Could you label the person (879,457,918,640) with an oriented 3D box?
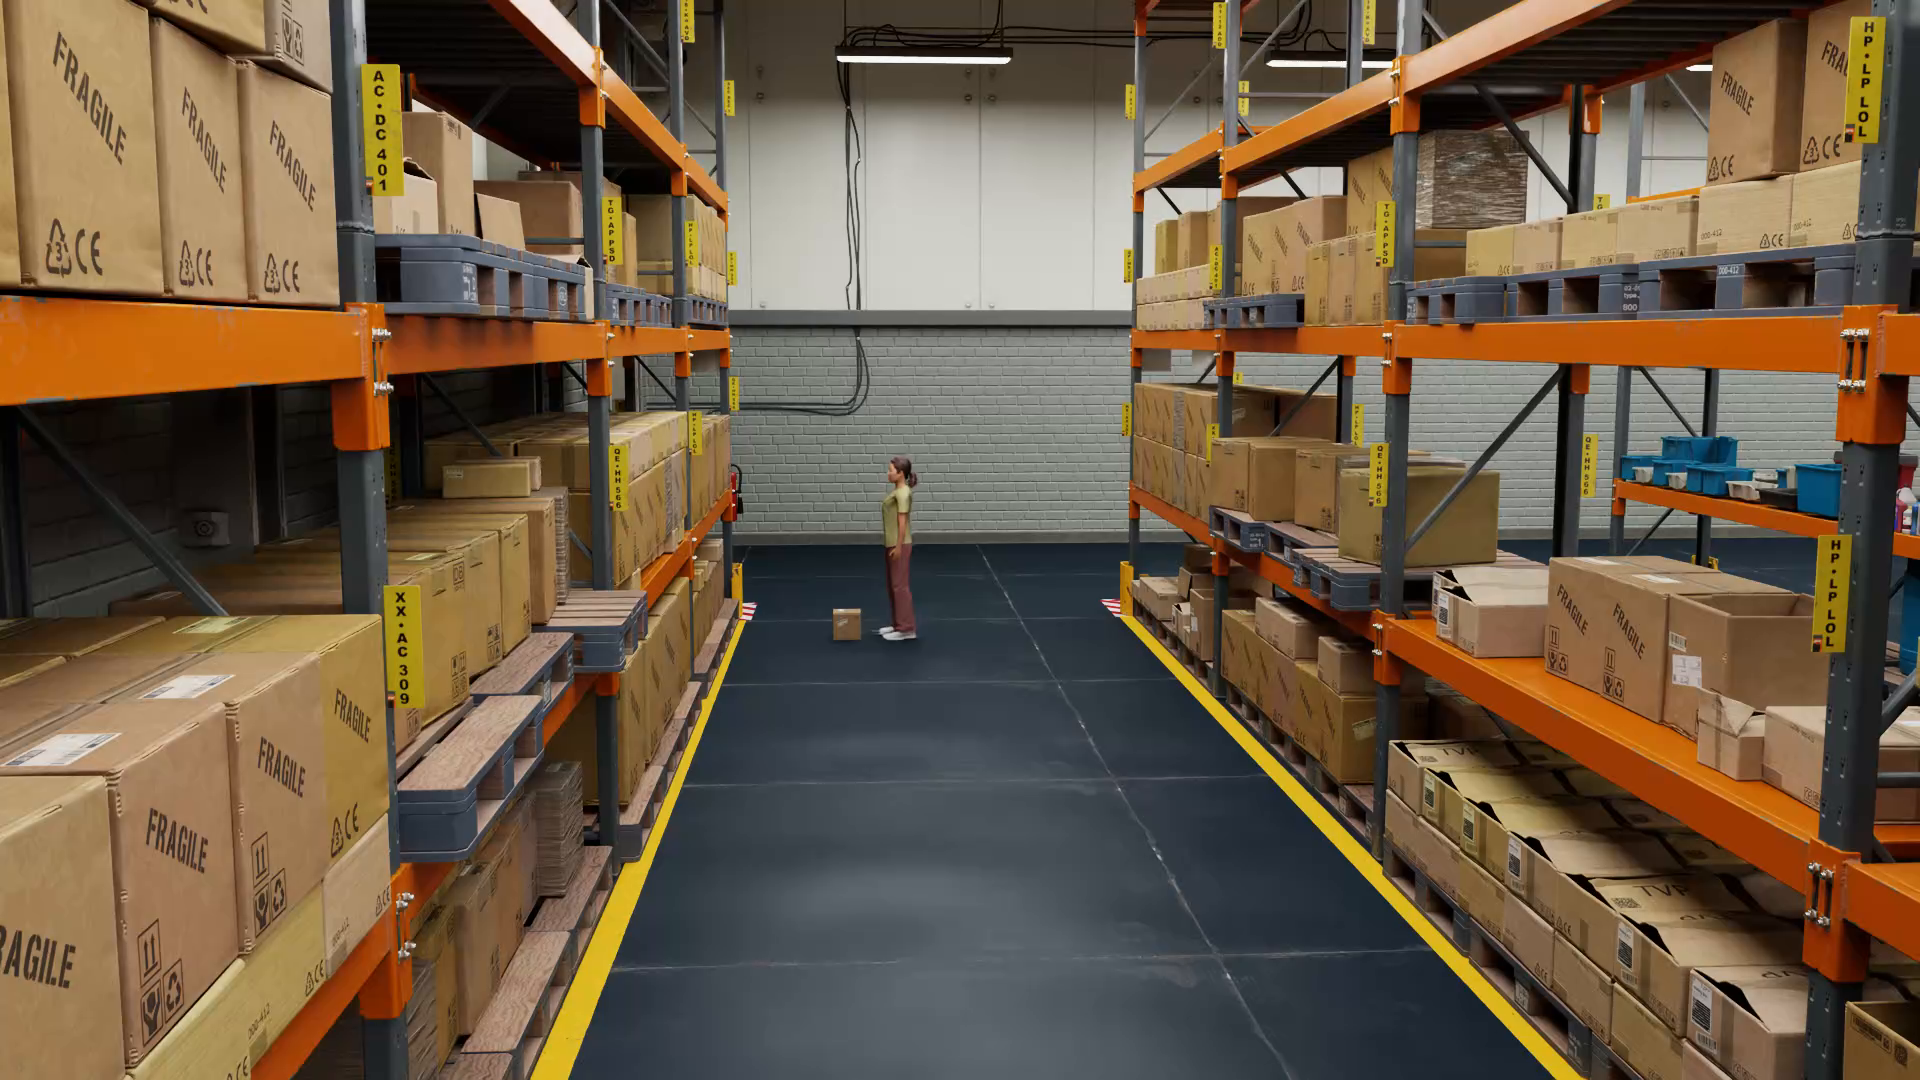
[{"bbox_3d":[-0.561,0.073,15.208,0.369,1.674,0.440,0,7,-2],"label":"person"}]
